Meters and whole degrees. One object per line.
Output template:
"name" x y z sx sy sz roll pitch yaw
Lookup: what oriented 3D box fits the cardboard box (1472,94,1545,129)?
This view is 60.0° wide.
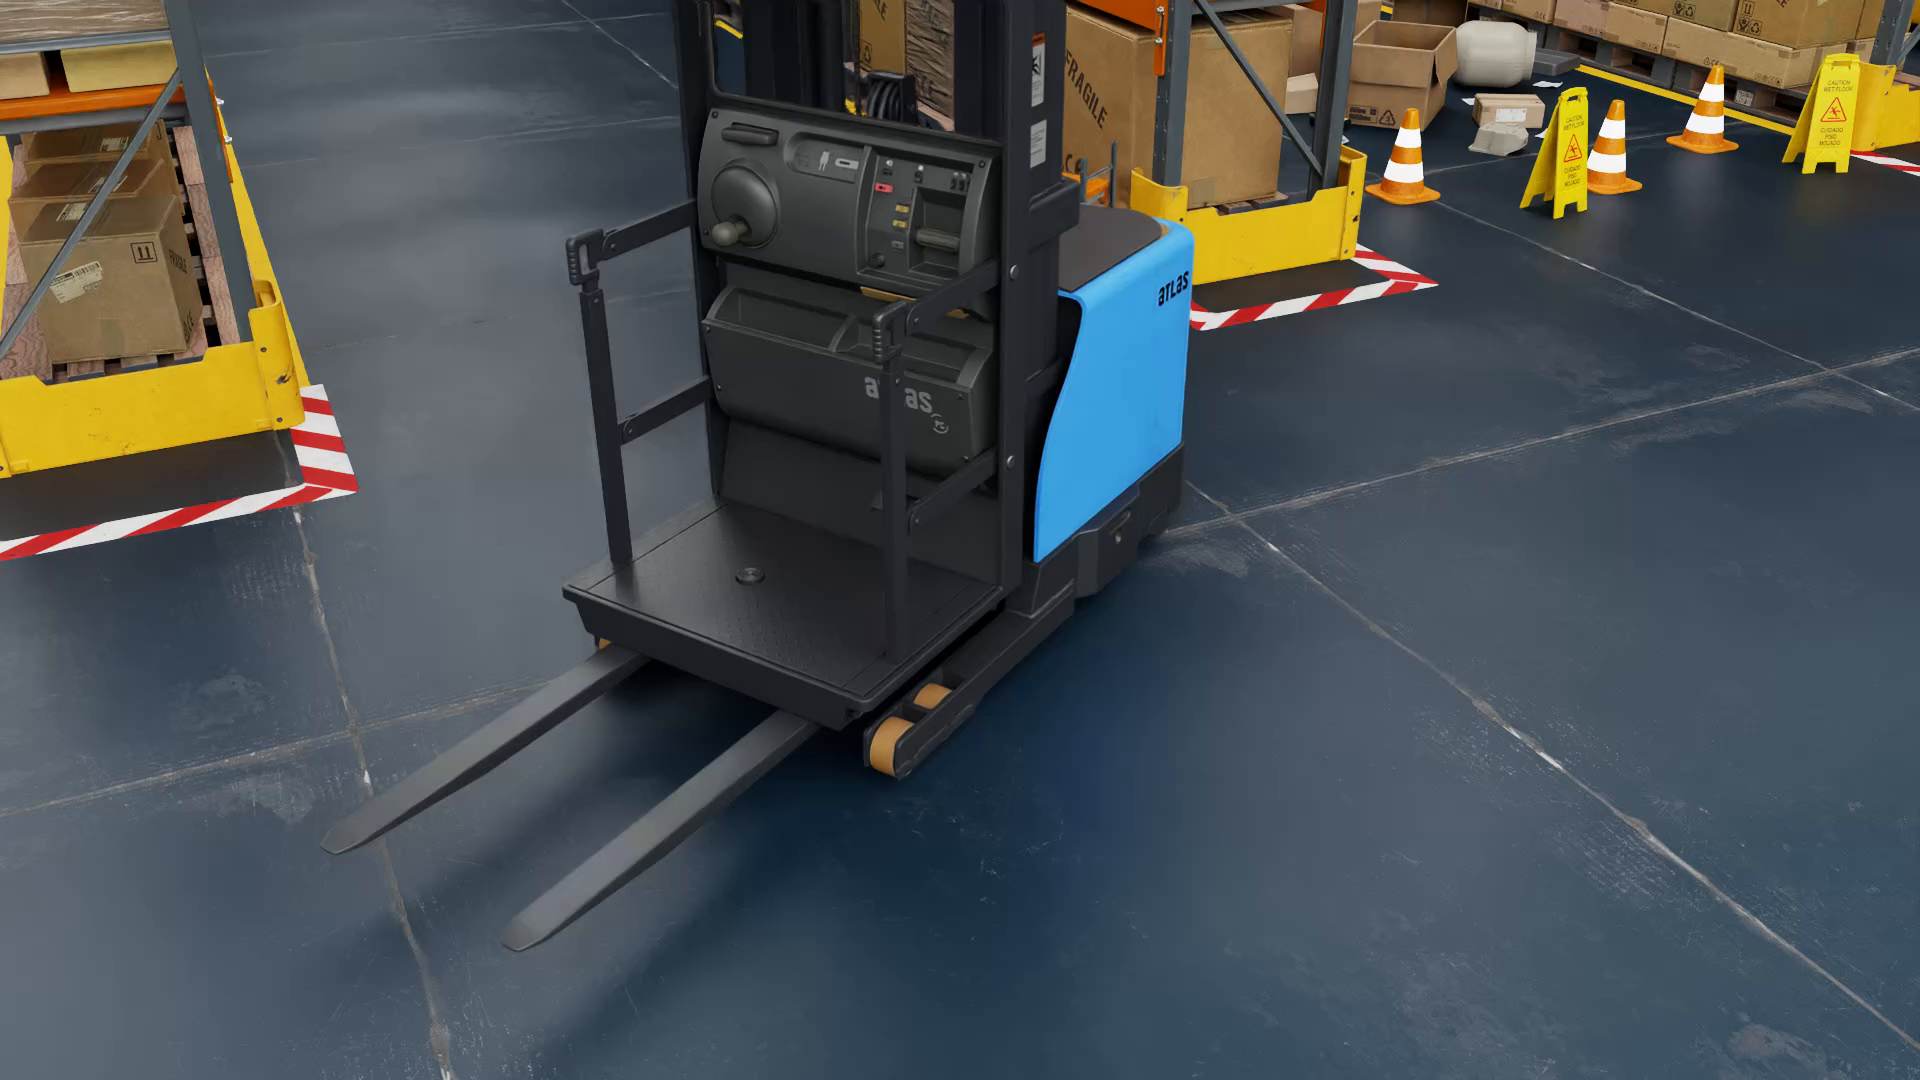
"cardboard box" 3.418 -2.675 10.369 0.380 0.149 0.250 2 29 4

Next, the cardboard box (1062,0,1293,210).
"cardboard box" 1.027 -2.222 8.389 0.875 0.875 0.875 -13 32 -22

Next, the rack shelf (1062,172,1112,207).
"rack shelf" 0.270 -1.215 5.886 0.480 0.148 0.258 17 34 28

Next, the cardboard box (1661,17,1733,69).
"cardboard box" 5.000 -3.279 10.913 0.500 0.250 0.500 -13 32 -22

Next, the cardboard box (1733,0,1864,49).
"cardboard box" 5.225 -3.374 10.316 0.500 0.500 0.500 -13 32 -22

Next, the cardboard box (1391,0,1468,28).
"cardboard box" 3.319 -3.683 11.804 0.500 0.500 0.500 7 30 13

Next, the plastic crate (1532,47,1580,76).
"plastic crate" 4.021 -3.392 11.717 0.583 0.080 0.402 26 38 38

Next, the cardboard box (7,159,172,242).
"cardboard box" -3.686 -1.312 7.150 0.500 0.500 0.500 -5 30 -9

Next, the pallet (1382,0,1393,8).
"pallet" 3.752 -4.658 13.842 1.003 0.211 1.213 -13 32 -22

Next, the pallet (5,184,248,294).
"pallet" -4.015 -1.405 8.040 1.003 0.211 1.213 -13 32 -22

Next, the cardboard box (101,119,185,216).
"cardboard box" -4.137 -1.849 8.107 0.500 0.500 0.500 -16 33 -26

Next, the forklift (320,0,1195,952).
"forklift" -0.441 -0.886 4.334 1.130 2.935 3.031 17 34 28

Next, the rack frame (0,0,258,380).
"rack frame" -3.145 -1.683 5.685 1.000 3.000 0.127 -13 32 -22

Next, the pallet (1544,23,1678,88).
"pallet" 4.936 -3.486 11.751 1.003 0.211 1.213 -13 32 -22

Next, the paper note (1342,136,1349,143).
"paper note" 2.256 -2.415 10.027 0.144 0.017 0.142 -3 29 -5

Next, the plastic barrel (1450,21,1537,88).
"plastic barrel" 3.551 -3.235 11.086 0.512 0.421 0.421 7 30 13

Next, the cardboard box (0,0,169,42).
"cardboard box" -3.357 -2.105 6.031 0.875 0.500 0.500 -13 32 -22

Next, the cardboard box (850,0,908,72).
"cardboard box" -0.133 -3.411 10.509 0.875 0.875 0.875 -13 32 -21

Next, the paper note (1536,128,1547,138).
"paper note" 3.601 -2.469 10.121 0.142 0.019 0.148 26 38 38

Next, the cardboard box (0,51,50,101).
"cardboard box" -3.454 -1.656 5.894 0.380 0.149 0.250 -13 32 -22

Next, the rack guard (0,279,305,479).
"rack guard" -3.178 -0.627 6.356 1.175 0.500 0.348 -13 32 -22

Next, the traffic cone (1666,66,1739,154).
"traffic cone" 4.455 -2.577 9.872 0.336 0.463 0.334 -13 32 -22

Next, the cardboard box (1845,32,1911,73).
"cardboard box" 5.708 -3.162 10.705 0.500 0.250 0.500 -13 32 -22

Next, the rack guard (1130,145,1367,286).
"rack guard" 1.388 -1.579 8.055 1.175 0.500 0.348 -13 32 -22

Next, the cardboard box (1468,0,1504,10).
"cardboard box" 4.097 -4.198 12.551 0.500 0.250 0.500 -15 32 -24

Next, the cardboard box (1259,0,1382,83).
"cardboard box" 2.355 -3.390 11.142 0.797 0.637 0.503 -13 32 -22

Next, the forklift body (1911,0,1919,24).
"forklift body" 7.825 -4.892 12.276 2.313 2.155 1.214 -13 32 -22

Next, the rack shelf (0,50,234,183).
"rack shelf" -4.004 -2.253 7.436 1.077 0.370 4.000 -13 32 -22

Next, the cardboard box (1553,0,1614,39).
"cardboard box" 4.567 -3.730 11.717 0.500 0.250 0.500 -14 32 -23

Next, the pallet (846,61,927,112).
"pallet" -0.084 -2.878 10.667 1.003 0.211 1.213 -13 32 -22

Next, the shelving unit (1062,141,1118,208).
"shelving unit" 0.269 -0.872 6.078 0.503 1.200 0.258 17 34 28

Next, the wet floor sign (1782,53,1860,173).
"wet floor sign" 4.920 -2.429 9.421 0.267 0.644 0.232 -3 29 -5

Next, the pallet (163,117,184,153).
"pallet" -5.198 -2.578 10.131 1.003 0.211 1.213 -13 32 -22

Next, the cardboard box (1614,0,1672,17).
"cardboard box" 4.788 -3.828 11.126 0.500 0.500 0.500 -14 32 -23

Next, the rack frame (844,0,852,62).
"rack frame" -0.340 -4.447 10.614 1.000 3.000 0.127 -13 32 -22

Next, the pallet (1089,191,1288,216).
"pallet" 0.964 -1.801 8.745 1.003 0.211 1.213 -13 32 -22
